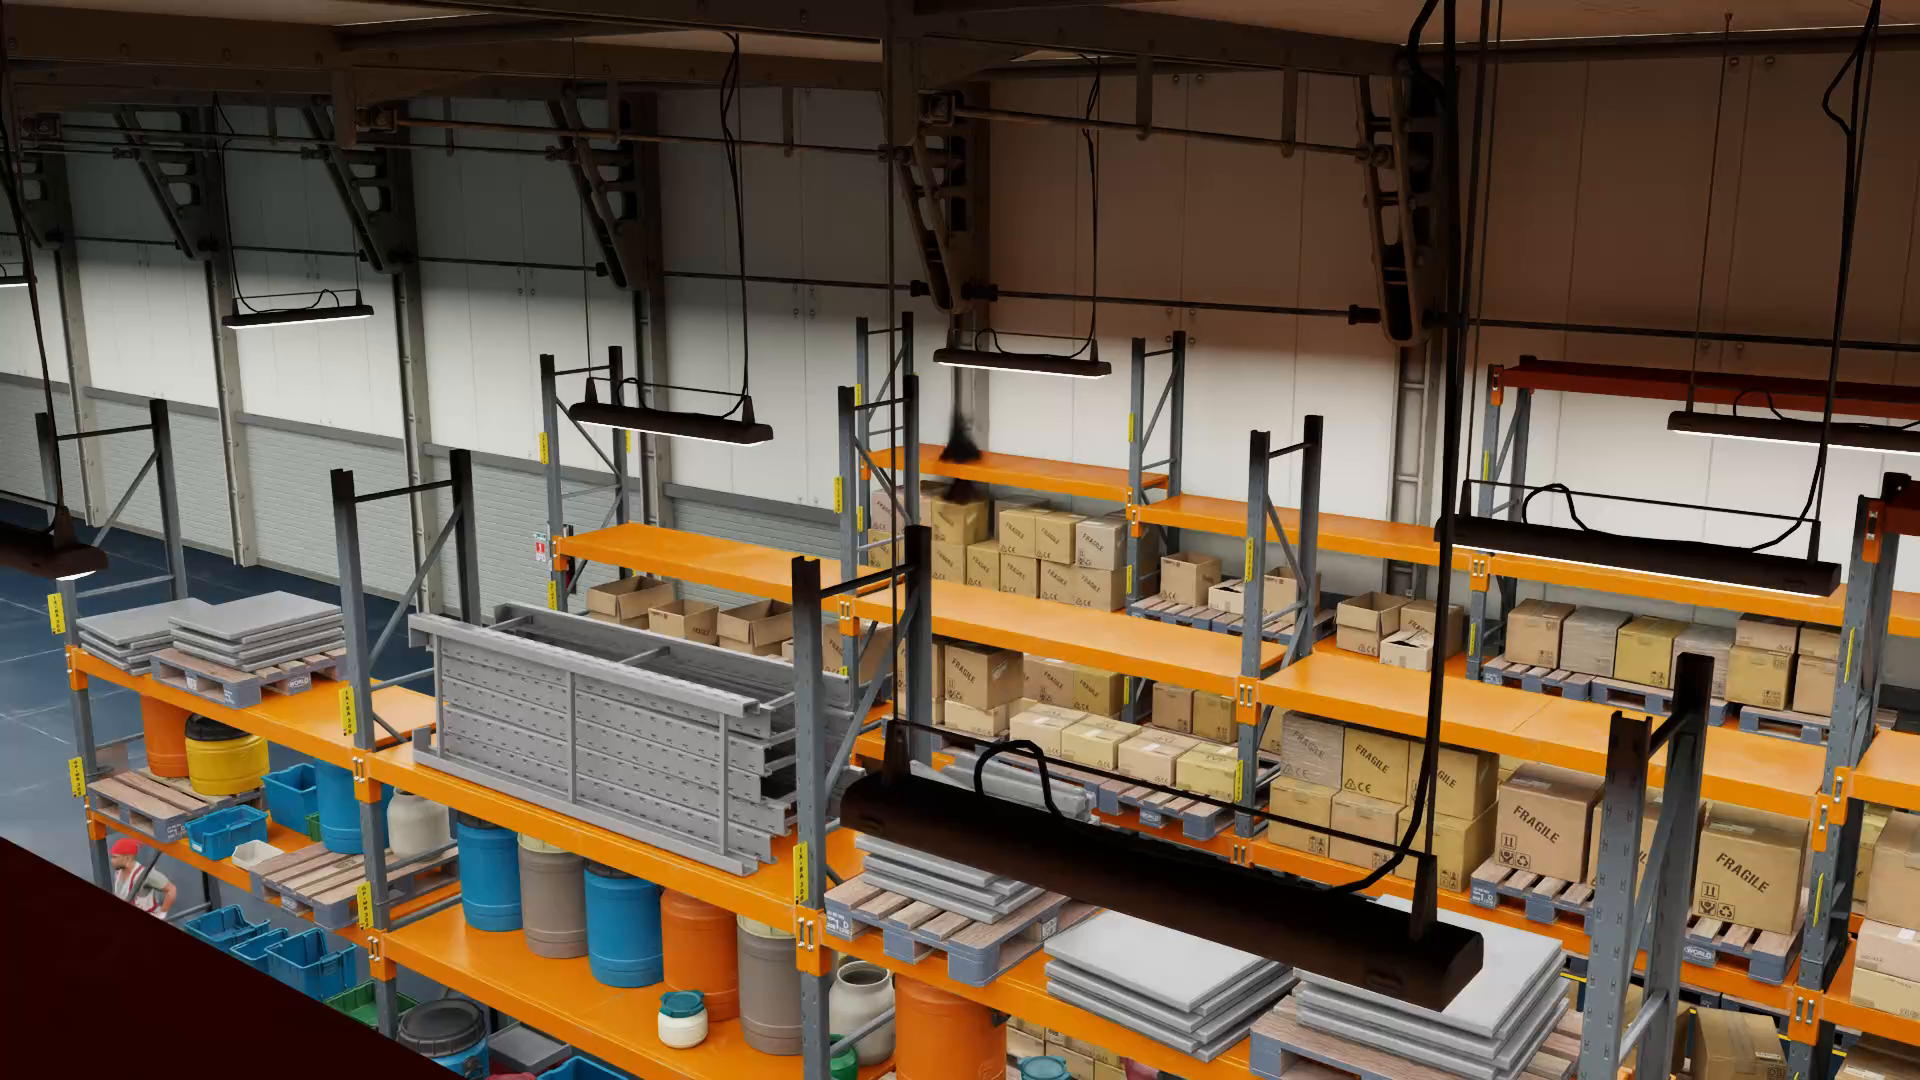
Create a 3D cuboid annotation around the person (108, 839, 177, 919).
[{"bbox_3d":[-7.665,3.627,15.606,0.944,1.737,0.692,-12,18,-43],"label":"person"}]
